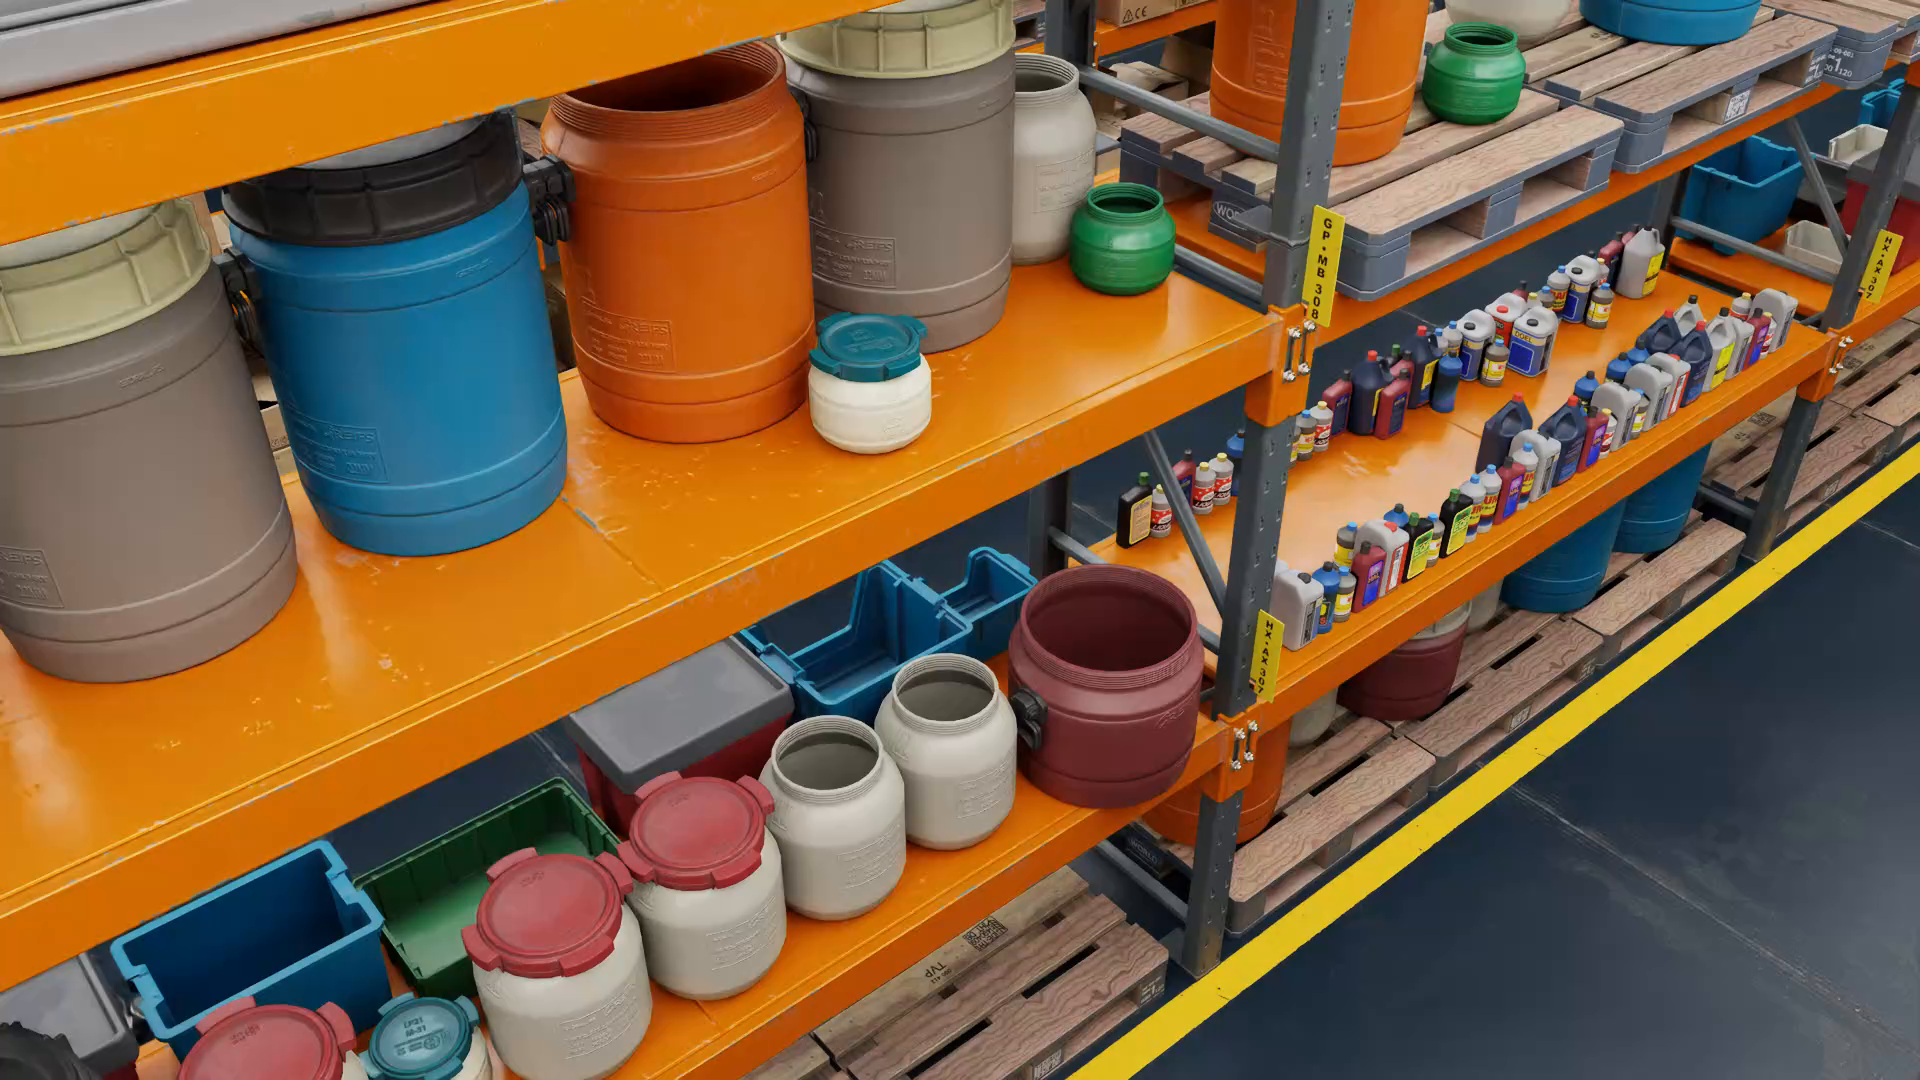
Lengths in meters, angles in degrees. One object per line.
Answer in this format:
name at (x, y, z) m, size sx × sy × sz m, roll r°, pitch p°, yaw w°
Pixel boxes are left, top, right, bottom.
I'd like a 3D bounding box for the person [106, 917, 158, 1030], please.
person at (-2.945, 1.125, 5.586) m, size 0.476 × 1.612 × 0.404 m, roll -7°, pitch 37°, yaw -10°
